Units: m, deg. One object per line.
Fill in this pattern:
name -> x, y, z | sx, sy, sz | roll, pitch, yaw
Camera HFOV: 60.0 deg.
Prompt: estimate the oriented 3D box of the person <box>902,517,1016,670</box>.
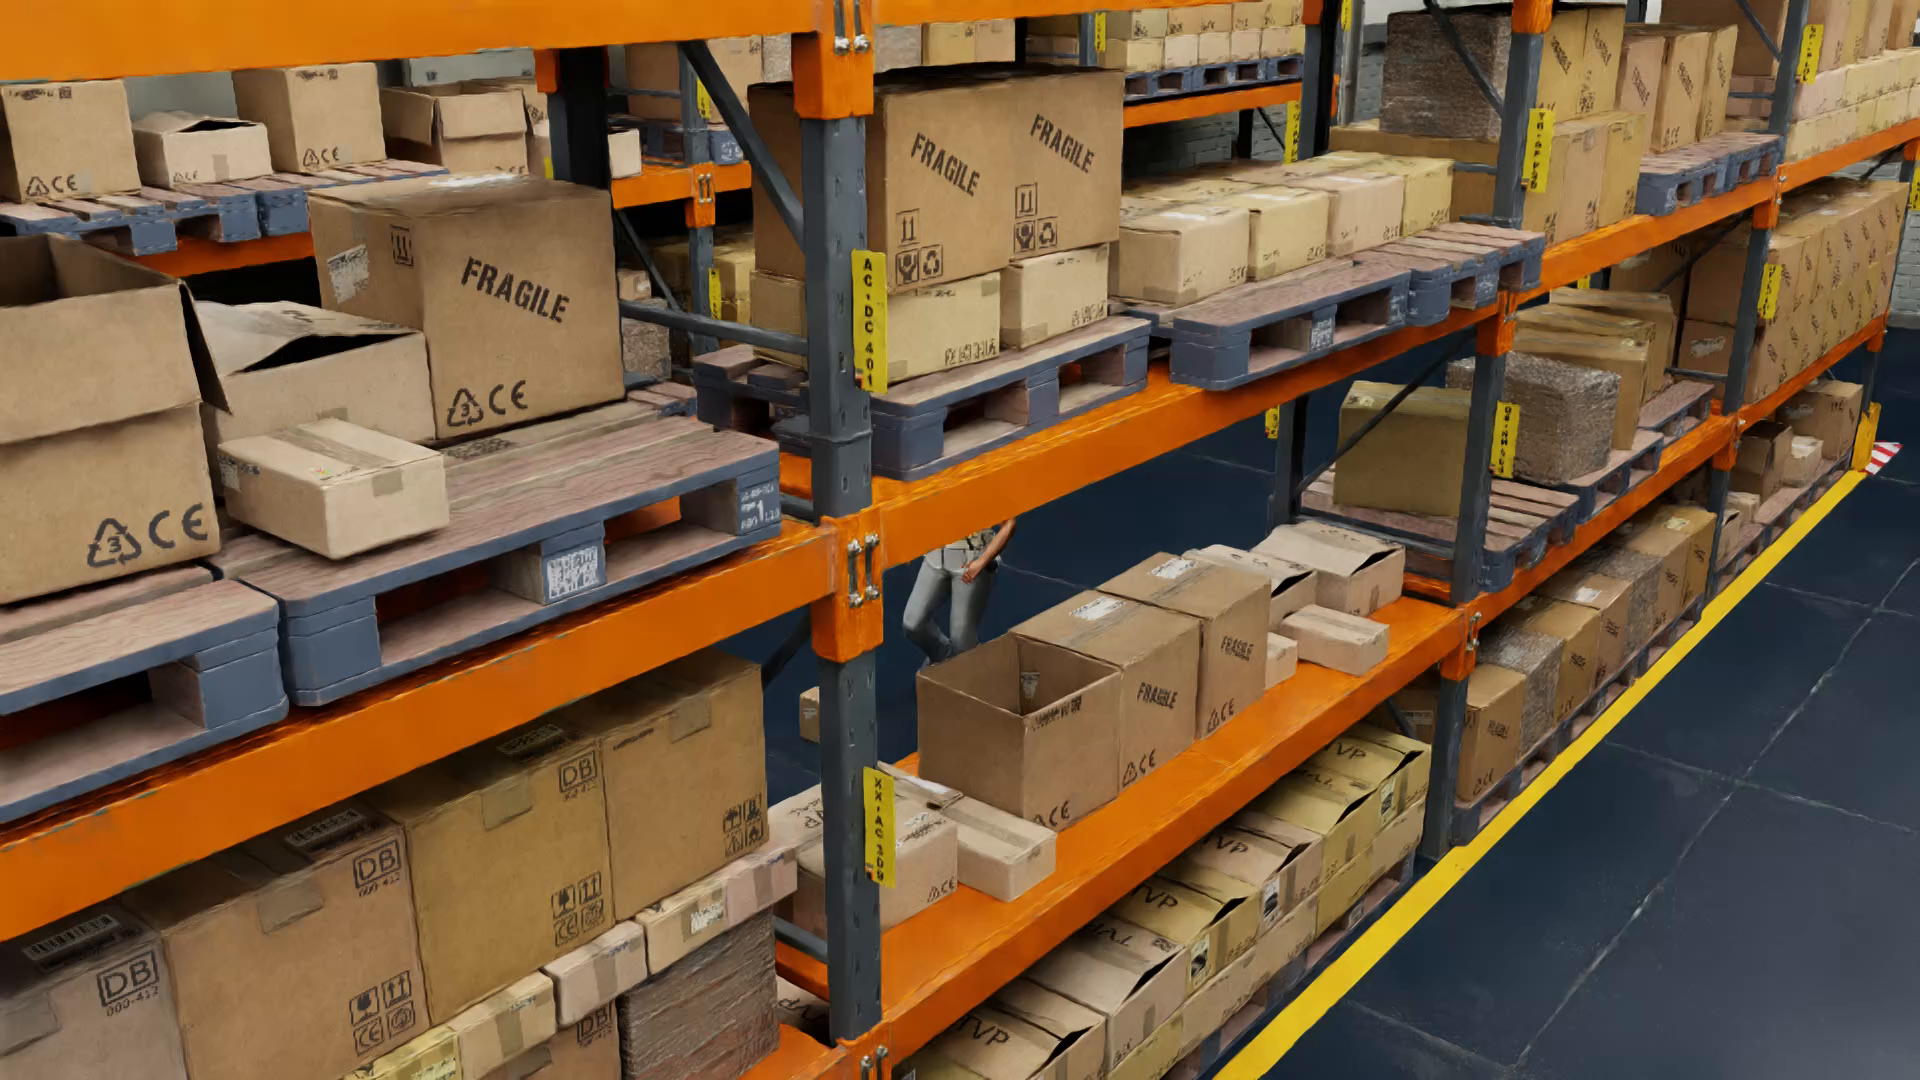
person -> -0.021, 0.159, 9.193 | 0.663, 1.642, 0.497 | 13, 24, 32
